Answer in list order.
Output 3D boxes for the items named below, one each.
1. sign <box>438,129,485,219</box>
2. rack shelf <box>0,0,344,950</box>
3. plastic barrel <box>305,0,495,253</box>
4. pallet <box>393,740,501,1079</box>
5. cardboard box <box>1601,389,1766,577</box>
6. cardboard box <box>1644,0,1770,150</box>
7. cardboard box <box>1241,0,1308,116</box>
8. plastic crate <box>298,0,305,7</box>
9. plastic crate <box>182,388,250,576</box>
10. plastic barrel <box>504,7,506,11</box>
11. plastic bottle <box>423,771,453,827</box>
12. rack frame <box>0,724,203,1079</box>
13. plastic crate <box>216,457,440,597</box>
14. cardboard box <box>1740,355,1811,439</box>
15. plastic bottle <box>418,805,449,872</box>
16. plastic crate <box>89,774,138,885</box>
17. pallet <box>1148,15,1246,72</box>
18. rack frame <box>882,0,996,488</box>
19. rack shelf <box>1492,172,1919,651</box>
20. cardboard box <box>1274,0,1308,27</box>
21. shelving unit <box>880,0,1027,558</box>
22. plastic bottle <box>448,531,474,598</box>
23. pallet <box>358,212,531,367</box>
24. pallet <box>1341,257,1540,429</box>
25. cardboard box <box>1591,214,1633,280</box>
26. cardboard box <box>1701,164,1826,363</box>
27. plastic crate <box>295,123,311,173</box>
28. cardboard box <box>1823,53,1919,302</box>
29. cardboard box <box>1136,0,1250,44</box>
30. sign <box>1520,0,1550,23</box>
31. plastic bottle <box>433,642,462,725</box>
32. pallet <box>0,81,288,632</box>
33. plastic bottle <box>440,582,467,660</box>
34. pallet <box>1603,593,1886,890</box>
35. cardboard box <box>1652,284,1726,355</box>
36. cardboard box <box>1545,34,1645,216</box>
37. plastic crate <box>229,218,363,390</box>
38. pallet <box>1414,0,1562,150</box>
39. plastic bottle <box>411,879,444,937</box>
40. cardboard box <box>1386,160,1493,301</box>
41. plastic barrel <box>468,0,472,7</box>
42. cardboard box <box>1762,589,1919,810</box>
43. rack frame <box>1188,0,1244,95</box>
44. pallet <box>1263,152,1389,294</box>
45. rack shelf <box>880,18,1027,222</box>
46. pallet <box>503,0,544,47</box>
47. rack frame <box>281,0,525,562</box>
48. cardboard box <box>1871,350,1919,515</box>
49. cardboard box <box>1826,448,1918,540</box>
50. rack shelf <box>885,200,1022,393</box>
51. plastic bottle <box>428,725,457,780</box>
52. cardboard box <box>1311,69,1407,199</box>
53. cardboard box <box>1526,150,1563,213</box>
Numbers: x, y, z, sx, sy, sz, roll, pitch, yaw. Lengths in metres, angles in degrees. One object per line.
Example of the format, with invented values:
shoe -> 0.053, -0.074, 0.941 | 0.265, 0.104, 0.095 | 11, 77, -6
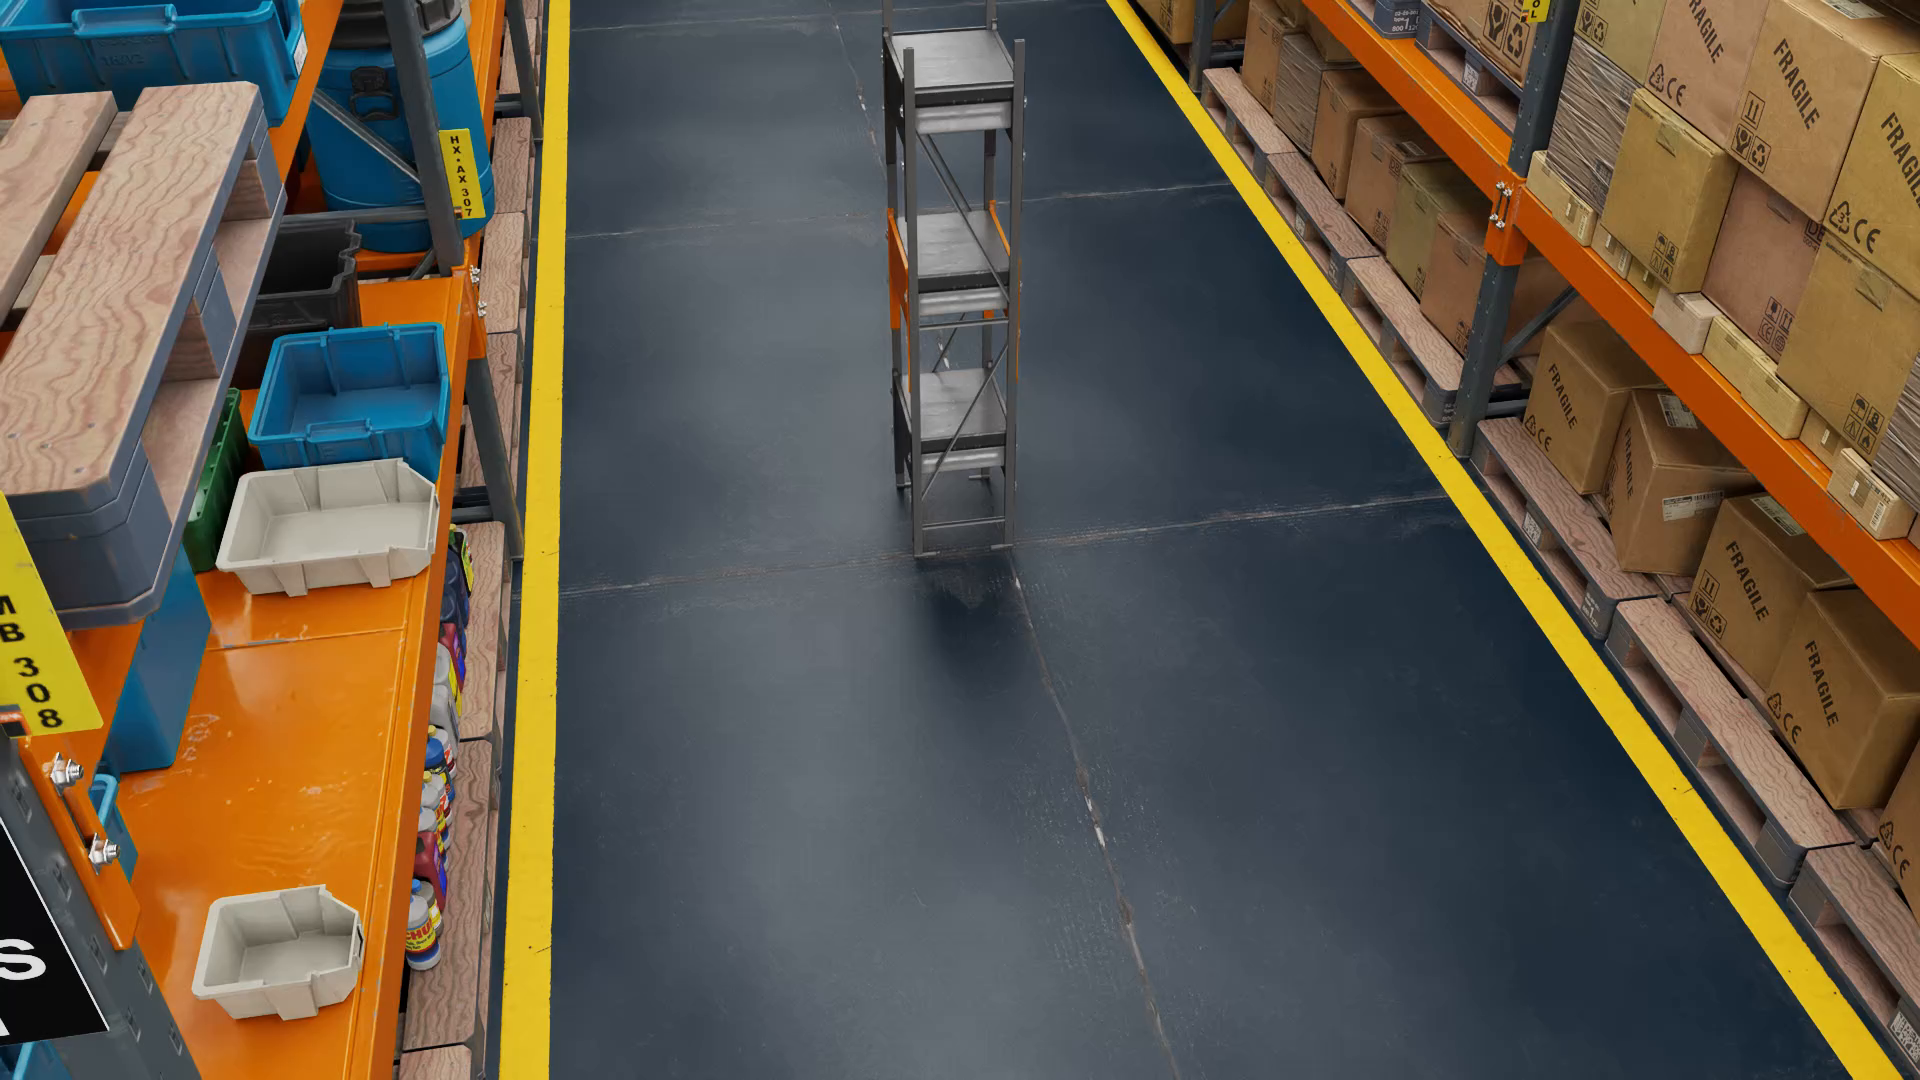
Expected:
sign -> -1.702, -1.249, 5.687 | 0.100, 0.325, 0.005 | -6, 38, -8
rack shelf -> -1.895, -0.780, 3.450 | 1.077, 0.370, 4.000 | -6, 38, -8
plastic barrel -> -2.015, -1.551, 5.893 | 0.600, 0.901, 0.708 | -6, 38, -8
pallet -> -1.952, 1.163, 5.081 | 1.003, 0.211, 1.213 | -6, 38, -8
cardboard box -> 2.769, -0.207, 6.267 | 0.500, 0.500, 0.500 | 5, 38, 7
cardboard box -> 2.548, -1.571, 5.188 | 0.500, 0.500, 0.500 | -6, 38, -8
cardboard box -> 2.067, -2.820, 9.614 | 0.700, 0.500, 0.500 | -8, 39, -10
plastic crate -> -1.566, -1.241, 3.673 | 0.243, 0.136, 0.396 | -6, 38, -8
plastic crate -> -2.285, -0.153, 4.675 | 0.450, 0.188, 0.662 | -6, 38, -8
plastic barrel -> -3.247, -3.692, 10.681 | 0.600, 0.588, 0.708 | -6, 38, -8
plastic bottle -> -1.650, 0.804, 5.192 | 0.097, 0.201, 0.097 | 0, 38, 0
rack frame -> -1.541, 1.329, 2.595 | 0.949, 2.616, 0.053 | -6, 38, -8
plastic crate -> -1.711, -0.029, 4.558 | 0.530, 0.136, 0.437 | -6, 38, -8
cardboard box -> 2.648, -0.454, 5.094 | 0.380, 0.149, 0.250 | -6, 38, -8
plastic bottle -> -1.615, 0.897, 5.016 | 0.097, 0.271, 0.097 | 0, 38, 0
plastic crate -> -2.035, 0.725, 3.493 | 0.499, 0.251, 0.408 | -6, 38, -8
pallet -> 1.865, -3.419, 10.979 | 1.003, 0.211, 1.213 | -6, 38, -8
rack frame -> -0.072, -1.077, 6.424 | 0.400, 2.100, 0.015 | -6, 38, -8
rack shelf -> 2.981, -0.128, 5.056 | 1.077, 0.370, 4.000 | -6, 38, -8
cardboard box -> 2.076, -3.117, 9.385 | 0.500, 0.250, 0.500 | -5, 38, -6
shelving unit -> -0.029, -0.929, 6.235 | 0.431, 2.100, 0.503 | -6, 38, -8
plastic bottle -> -1.836, 0.067, 6.074 | 0.061, 0.283, 0.133 | -4, 38, -6
pallet -> -2.639, -1.194, 8.115 | 1.003, 0.211, 1.213 | -6, 38, -8
pallet -> 2.493, -0.989, 7.851 | 1.003, 0.211, 1.213 | -6, 38, -8
cardboard box -> 2.474, -1.058, 5.872 | 0.380, 0.149, 0.250 | -6, 38, -8
cardboard box -> 2.889, -0.901, 5.141 | 0.875, 0.500, 0.500 | -6, 38, -8
plastic crate -> -2.745, -1.714, 6.524 | 0.392, 0.384, 0.575 | -6, 38, -8
cardboard box -> 2.734, -0.968, 4.412 | 0.500, 0.500, 0.500 | -6, 38, -8
cardboard box -> 1.829, -3.782, 10.562 | 1.225, 0.875, 0.875 | -8, 39, -10
sign -> 2.085, -2.015, 5.955 | 0.100, 0.325, 0.005 | -6, 38, -8
plastic bottle -> -1.759, 0.454, 5.521 | 0.144, 0.351, 0.185 | -6, 38, -8
pallet -> -1.593, -0.291, 2.389 | 1.003, 0.211, 1.213 | -6, 38, -8
plastic bottle -> -1.815, 0.259, 5.772 | 0.144, 0.351, 0.185 | -8, 39, -10
pallet -> 3.001, 0.622, 5.778 | 1.003, 0.211, 1.213 | -6, 38, -8
cardboard box -> 2.531, -0.753, 5.478 | 0.380, 0.149, 0.250 | -6, 38, -8
cardboard box -> 2.649, -1.498, 5.910 | 0.875, 0.500, 0.500 | -6, 38, -8
plastic crate -> -2.279, -0.733, 5.299 | 0.767, 0.338, 0.504 | -6, 38, -8
pallet -> 2.640, -2.021, 7.063 | 1.003, 0.211, 1.213 | -6, 38, -8
plastic bottle -> -1.573, 1.069, 4.851 | 0.097, 0.201, 0.097 | 0, 38, 0
cardboard box -> 2.479, -1.470, 7.876 | 0.700, 0.500, 0.500 | -6, 38, -8
plastic barrel -> -2.482, -2.694, 7.682 | 0.421, 0.512, 0.421 | 0, 38, 0
cardboard box -> 3.009, 0.501, 5.355 | 0.500, 0.500, 0.500 | -3, 38, -4
rack frame -> 1.929, -4.036, 9.500 | 1.000, 3.000, 0.127 | -6, 38, -8
pallet -> 2.276, -1.727, 8.801 | 1.003, 0.211, 1.213 | -6, 38, -8
rack shelf -> -0.029, -1.471, 5.813 | 0.431, 0.518, 0.480 | -6, 38, -8
pallet -> -3.337, -3.609, 11.223 | 1.003, 0.211, 1.213 | -6, 38, -8
rack frame -> -2.246, -1.087, 5.704 | 1.000, 3.000, 0.127 | -6, 38, -8
cardboard box -> 3.012, -0.292, 4.356 | 0.875, 0.500, 0.500 | -6, 38, -8
cardboard box -> 2.712, -0.149, 4.702 | 0.380, 0.149, 0.250 | -6, 38, -8
rack shelf -> -0.029, -0.918, 6.243 | 0.431, 0.518, 0.480 | -6, 38, -8
plastic bottle -> -1.686, 0.680, 5.352 | 0.097, 0.201, 0.097 | 0, 38, 0
cardboard box -> 2.283, -2.145, 8.744 | 0.700, 0.500, 0.500 | -3, 38, -4
cardboard box -> 2.372, -1.358, 6.258 | 0.380, 0.149, 0.250 | -6, 38, -8
